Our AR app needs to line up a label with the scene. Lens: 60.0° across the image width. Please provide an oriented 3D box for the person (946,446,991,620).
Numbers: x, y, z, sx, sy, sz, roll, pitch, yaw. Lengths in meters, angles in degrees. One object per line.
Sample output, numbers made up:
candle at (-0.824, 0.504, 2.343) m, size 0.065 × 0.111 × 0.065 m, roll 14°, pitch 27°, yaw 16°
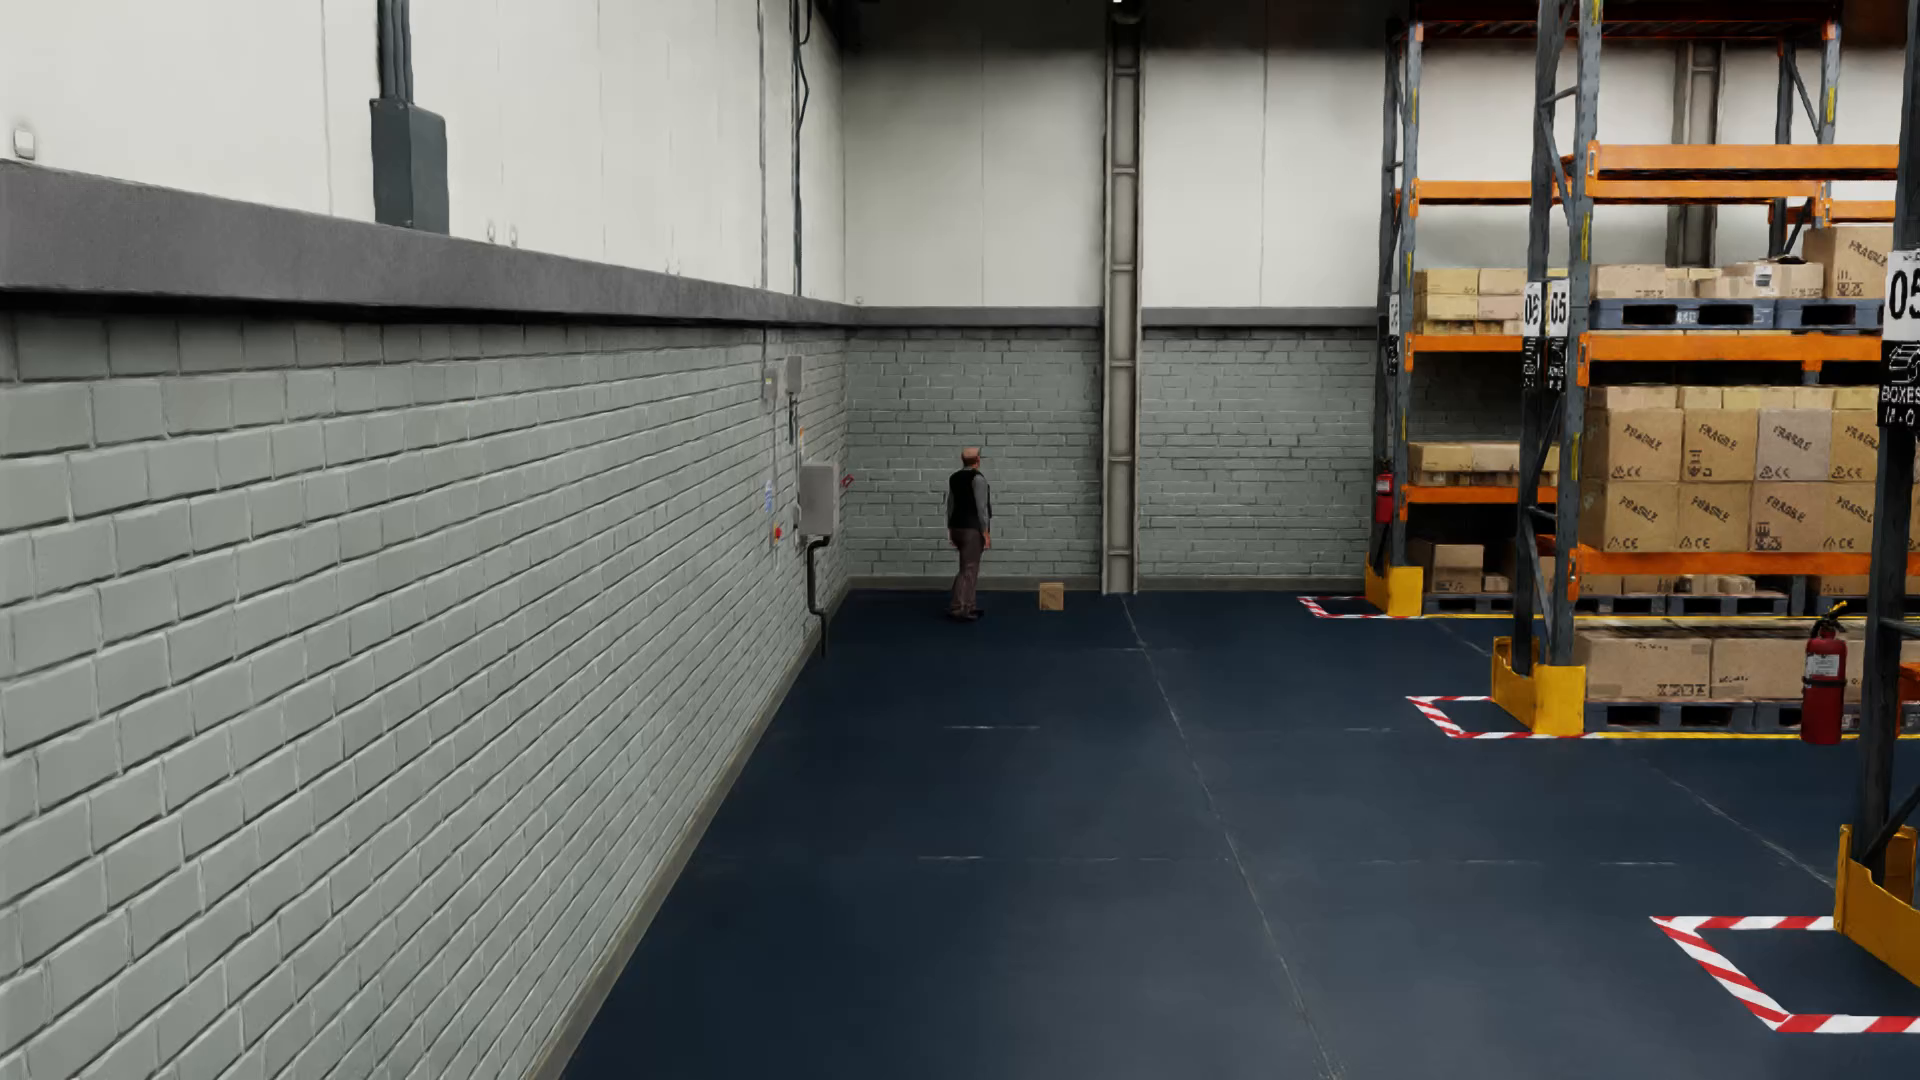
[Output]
person at (0.073, -0.069, 16.429) m, size 0.568 × 1.714 × 0.554 m, roll -5°, pitch 9°, yaw -35°
